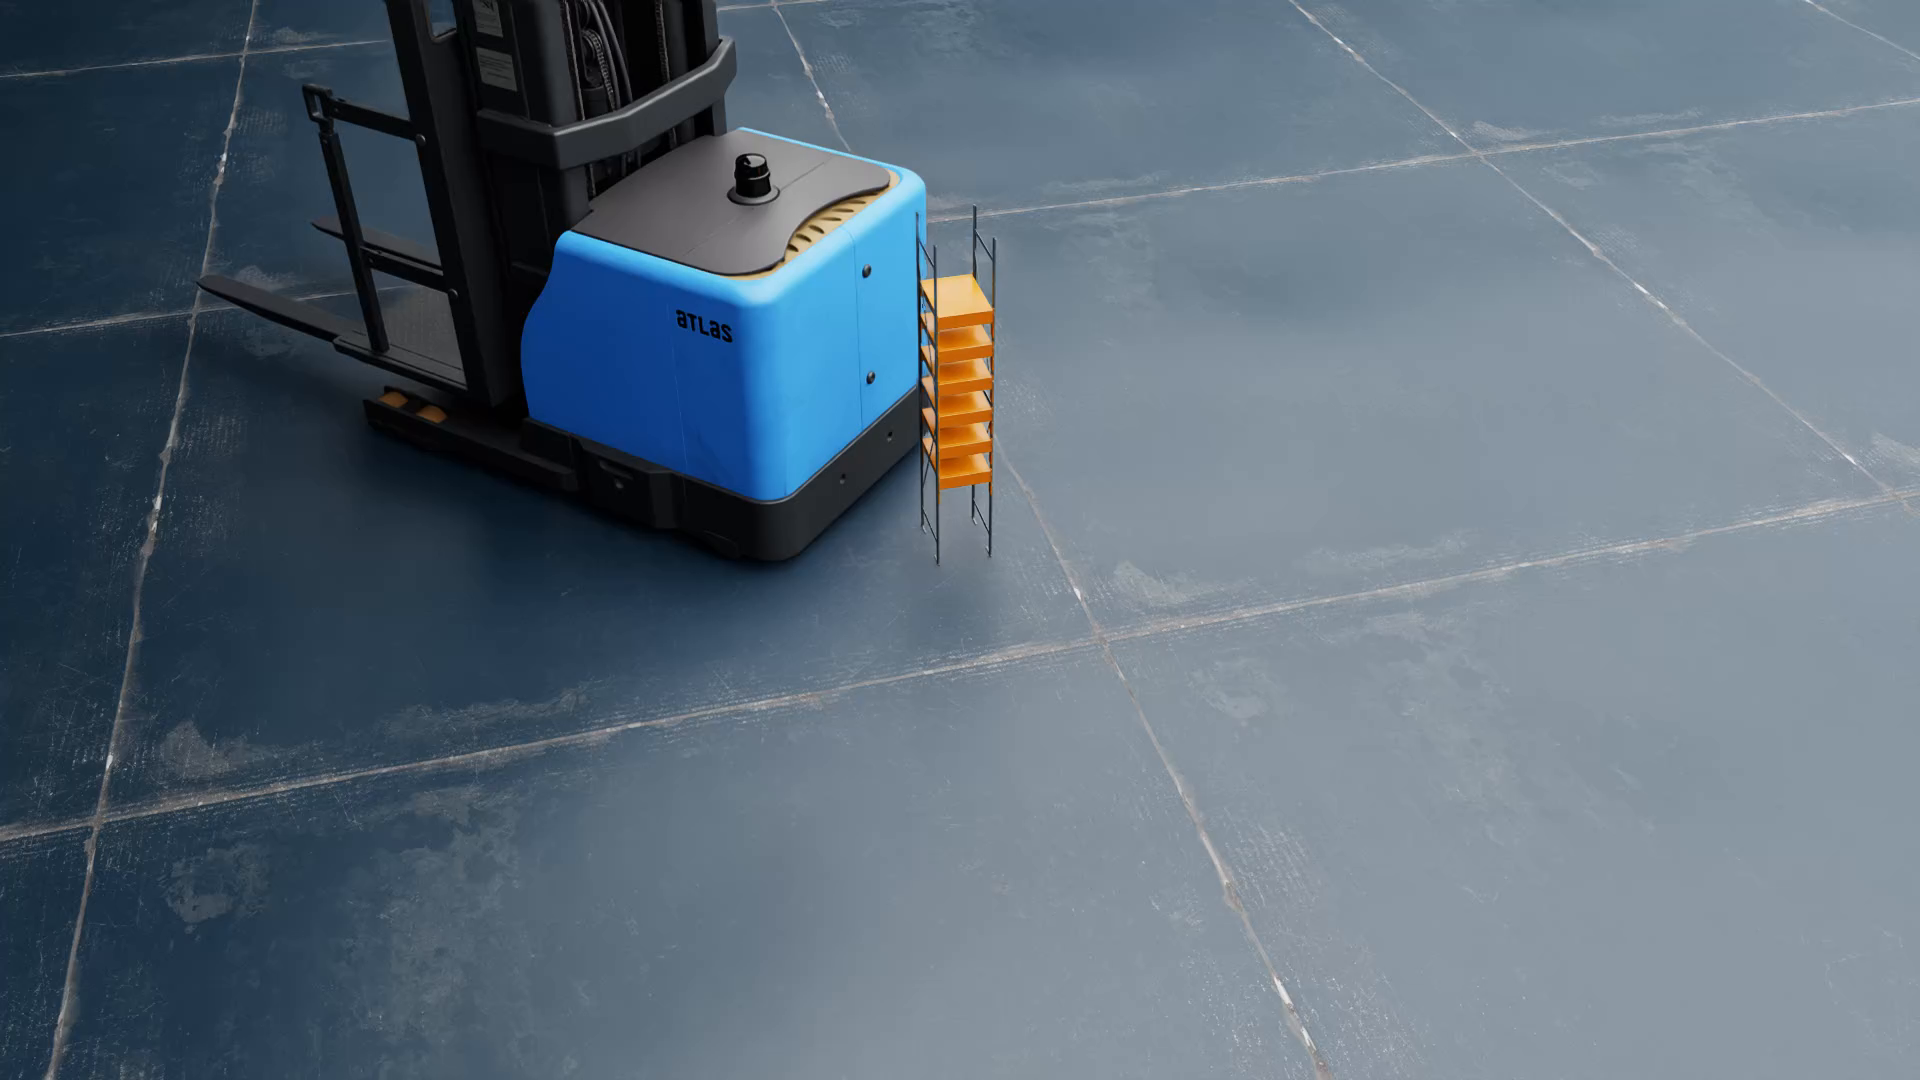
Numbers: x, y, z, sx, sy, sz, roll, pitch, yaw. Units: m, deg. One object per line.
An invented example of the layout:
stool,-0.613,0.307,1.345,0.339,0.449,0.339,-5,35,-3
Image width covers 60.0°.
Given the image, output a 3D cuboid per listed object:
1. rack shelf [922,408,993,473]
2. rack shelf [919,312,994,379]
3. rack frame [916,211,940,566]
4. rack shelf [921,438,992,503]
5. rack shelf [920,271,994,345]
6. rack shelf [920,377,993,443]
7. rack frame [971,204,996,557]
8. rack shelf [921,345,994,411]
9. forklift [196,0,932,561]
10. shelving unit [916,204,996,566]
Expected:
rack shelf,-0.014,-0.344,5.482,0.180,0.103,0.258,-9,38,-12
rack shelf,-0.014,-0.630,5.264,0.180,0.103,0.258,-9,38,-12
rack frame,-0.102,-0.460,5.364,0.006,1.200,0.240,-9,38,-12
rack shelf,-0.014,-0.248,5.555,0.180,0.103,0.258,-9,38,-12
rack shelf,-0.014,-0.725,5.191,0.180,0.103,0.258,-9,38,-12
rack shelf,-0.014,-0.439,5.409,0.180,0.103,0.258,-9,38,-12
rack frame,0.074,-0.489,5.401,0.006,1.200,0.240,-9,38,-12
rack shelf,-0.014,-0.534,5.337,0.180,0.103,0.258,-9,38,-12
forklift,-1.633,-1.750,5.626,3.031,2.935,1.130,20,42,24
shelving unit,-0.014,-0.474,5.382,0.189,1.200,0.258,-9,38,-12
